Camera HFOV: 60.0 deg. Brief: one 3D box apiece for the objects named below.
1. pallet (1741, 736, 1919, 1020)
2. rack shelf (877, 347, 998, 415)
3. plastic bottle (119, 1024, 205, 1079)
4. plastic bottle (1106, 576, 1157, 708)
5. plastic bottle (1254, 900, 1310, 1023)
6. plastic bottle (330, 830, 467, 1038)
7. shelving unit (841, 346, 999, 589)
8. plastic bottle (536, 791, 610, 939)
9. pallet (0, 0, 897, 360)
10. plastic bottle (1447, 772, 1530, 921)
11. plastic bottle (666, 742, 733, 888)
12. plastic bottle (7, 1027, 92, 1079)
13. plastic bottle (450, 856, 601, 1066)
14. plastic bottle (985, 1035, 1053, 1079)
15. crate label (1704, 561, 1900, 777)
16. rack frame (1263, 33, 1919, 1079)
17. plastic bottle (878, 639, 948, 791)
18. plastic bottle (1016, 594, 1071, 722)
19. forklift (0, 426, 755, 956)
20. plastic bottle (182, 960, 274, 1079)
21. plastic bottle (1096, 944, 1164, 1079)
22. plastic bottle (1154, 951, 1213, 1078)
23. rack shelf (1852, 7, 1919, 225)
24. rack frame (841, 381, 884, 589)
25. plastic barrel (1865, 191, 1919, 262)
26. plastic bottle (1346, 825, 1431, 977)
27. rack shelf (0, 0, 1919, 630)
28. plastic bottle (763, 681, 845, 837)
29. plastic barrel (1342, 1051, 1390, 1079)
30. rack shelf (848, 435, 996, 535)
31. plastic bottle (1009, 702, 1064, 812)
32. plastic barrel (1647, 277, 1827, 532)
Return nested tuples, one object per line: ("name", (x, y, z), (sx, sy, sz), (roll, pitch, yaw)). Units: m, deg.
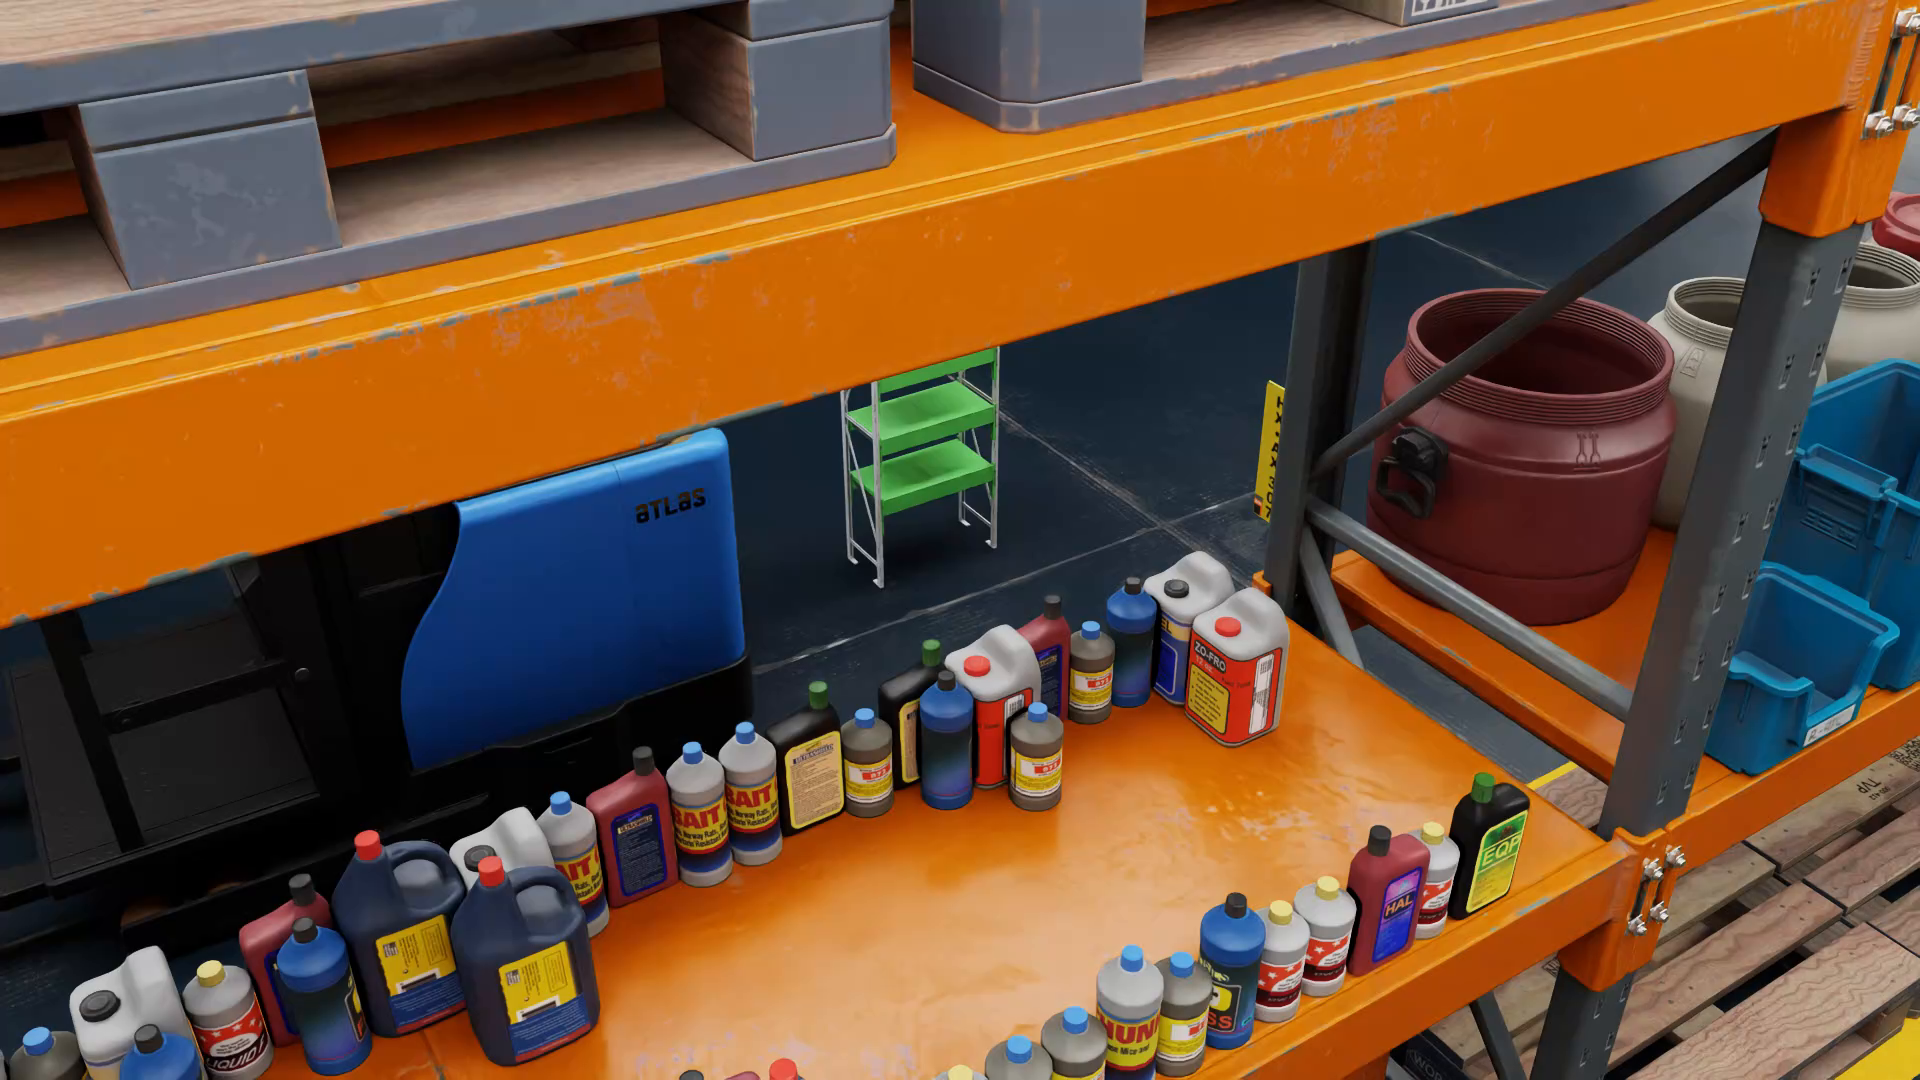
("pallet", (2.680, 0.758, 4.850), (1.213, 0.211, 1.003), (-19, 37, -27))
("rack shelf", (-0.139, -0.609, 5.760), (0.480, 0.148, 0.258), (-19, 37, -27))
("plastic bottle", (-1.101, 0.781, 2.321), (0.097, 0.271, 0.097), (0, 32, 0))
("plastic bottle", (0.332, 0.192, 3.255), (0.097, 0.271, 0.097), (0, 32, 0))
("plastic bottle", (0.492, 0.648, 2.597), (0.097, 0.201, 0.097), (0, 32, 0))
("plastic bottle", (-0.858, 0.582, 2.562), (0.185, 0.351, 0.144), (-19, 37, -27))
("shelving unit", (-0.139, -0.460, 5.854), (0.503, 1.200, 0.258), (-19, 37, -27))
("plastic bottle", (-0.639, 0.526, 2.726), (0.097, 0.271, 0.097), (0, 32, 0))
("pallet", (-0.821, -0.496, 1.591), (1.213, 0.211, 1.003), (-19, 37, -27))
("plastic bottle", (0.874, 0.494, 2.766), (0.133, 0.283, 0.061), (-19, 37, -27))
("plastic bottle", (-0.445, 0.459, 2.832), (0.097, 0.271, 0.097), (0, 32, 0))
("plastic bottle", (-1.296, 0.781, 2.386), (0.097, 0.201, 0.097), (0, 32, 0))
("plastic bottle", (-0.662, 0.612, 2.515), (0.185, 0.351, 0.144), (-19, 37, -27))
("plastic bottle", (0.083, 0.789, 2.374), (0.097, 0.201, 0.097), (0, 32, 0))
("crate label", (1.540, 0.253, 3.194), (0.416, 0.233, 0.303), (-19, 37, -27))
("rack frame", (0.983, 0.136, 3.223), (0.127, 3.000, 1.000), (-19, 37, -27))
("plastic bottle", (-0.082, 0.317, 3.045), (0.133, 0.283, 0.061), (-19, 37, -27))
("plastic bottle", (0.143, 0.240, 3.167), (0.133, 0.283, 0.061), (-19, 37, -27))
("forklift", (-2.177, -0.440, 4.200), (3.031, 2.935, 1.130), (-18, 36, -26))
("plastic bottle", (-1.101, 0.714, 2.492), (0.097, 0.201, 0.097), (0, 32, 0))
("plastic bottle", (0.246, 0.703, 2.445), (0.097, 0.271, 0.097), (0, 32, 0))
("plastic bottle", (0.328, 0.704, 2.508), (0.097, 0.201, 0.097), (0, 32, 0))
("rack shelf", (2.664, -1.407, 3.531), (4.000, 0.370, 1.077), (-19, 37, -27))
("rack frame", (-0.344, -0.389, 5.742), (0.015, 1.200, 0.240), (-19, 37, -27))
("plastic barrel", (2.442, -0.562, 4.203), (0.433, 0.535, 0.433), (0, 32, 0))
("plastic bottle", (0.680, 0.560, 2.660), (0.133, 0.283, 0.061), (-19, 37, -27))
("rack shelf", (-0.698, -0.250, 1.698), (4.000, 0.370, 1.077), (-19, 37, -27))
("plastic bottle", (-0.276, 0.384, 2.939), (0.133, 0.283, 0.061), (-19, 37, -27))
("plastic barrel", (0.581, 1.025, 3.454), (0.708, 0.830, 0.600), (-19, 37, -27))
("rack shelf", (-0.139, -0.203, 6.016), (0.480, 0.148, 0.258), (-19, 37, -27))
("plastic bottle", (0.139, 0.384, 3.015), (0.097, 0.201, 0.097), (0, 32, 0))
("plastic barrel", (1.732, -0.304, 3.816), (0.421, 0.512, 0.421), (0, 32, 0))
